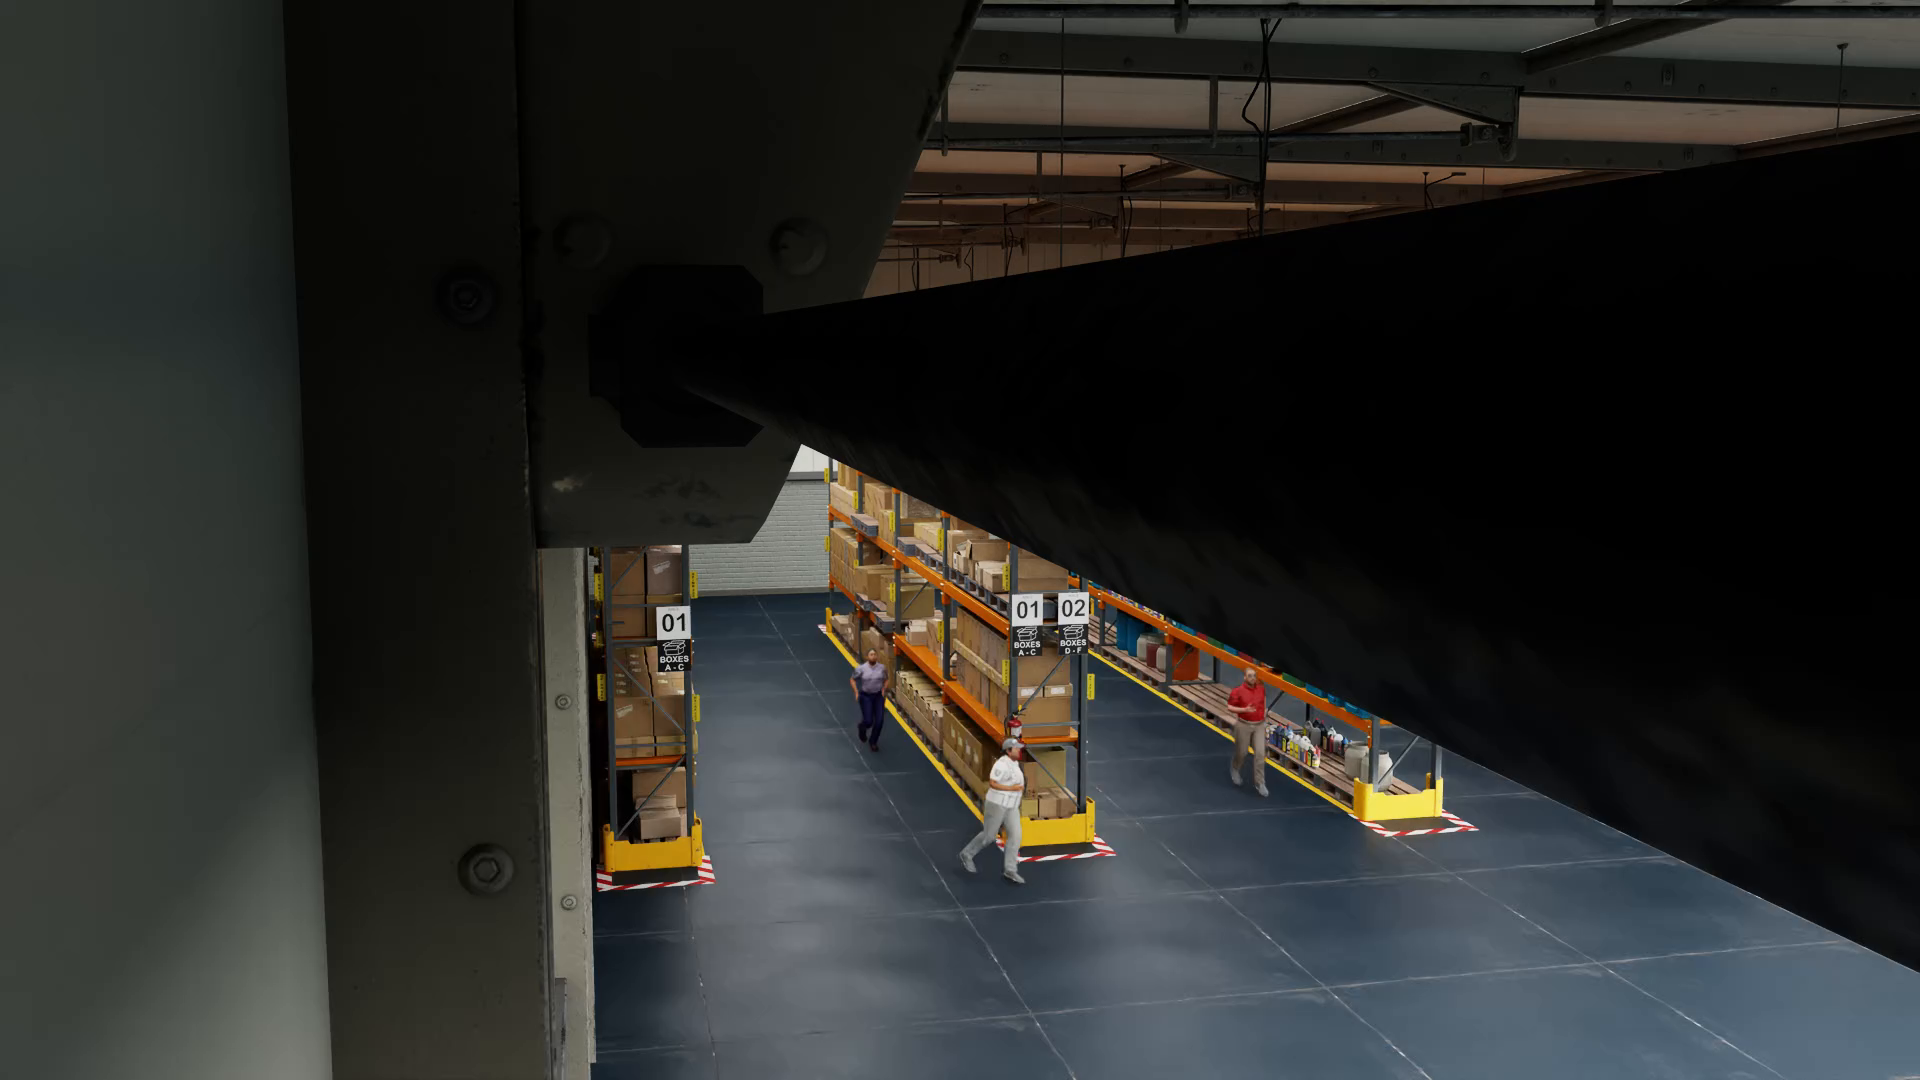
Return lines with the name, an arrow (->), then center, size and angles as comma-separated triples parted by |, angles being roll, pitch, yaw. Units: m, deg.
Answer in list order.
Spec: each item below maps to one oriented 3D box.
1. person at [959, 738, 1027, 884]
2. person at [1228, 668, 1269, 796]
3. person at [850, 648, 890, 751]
person -> 0.506, 3.178, 19.817 | 0.888, 1.652, 0.644 | 5, 8, 35
person -> 4.082, 2.658, 23.438 | 0.658, 1.724, 0.957 | -1, 7, -12
person -> -1.366, 2.480, 25.839 | 0.613, 1.599, 0.547 | -2, 7, -18
